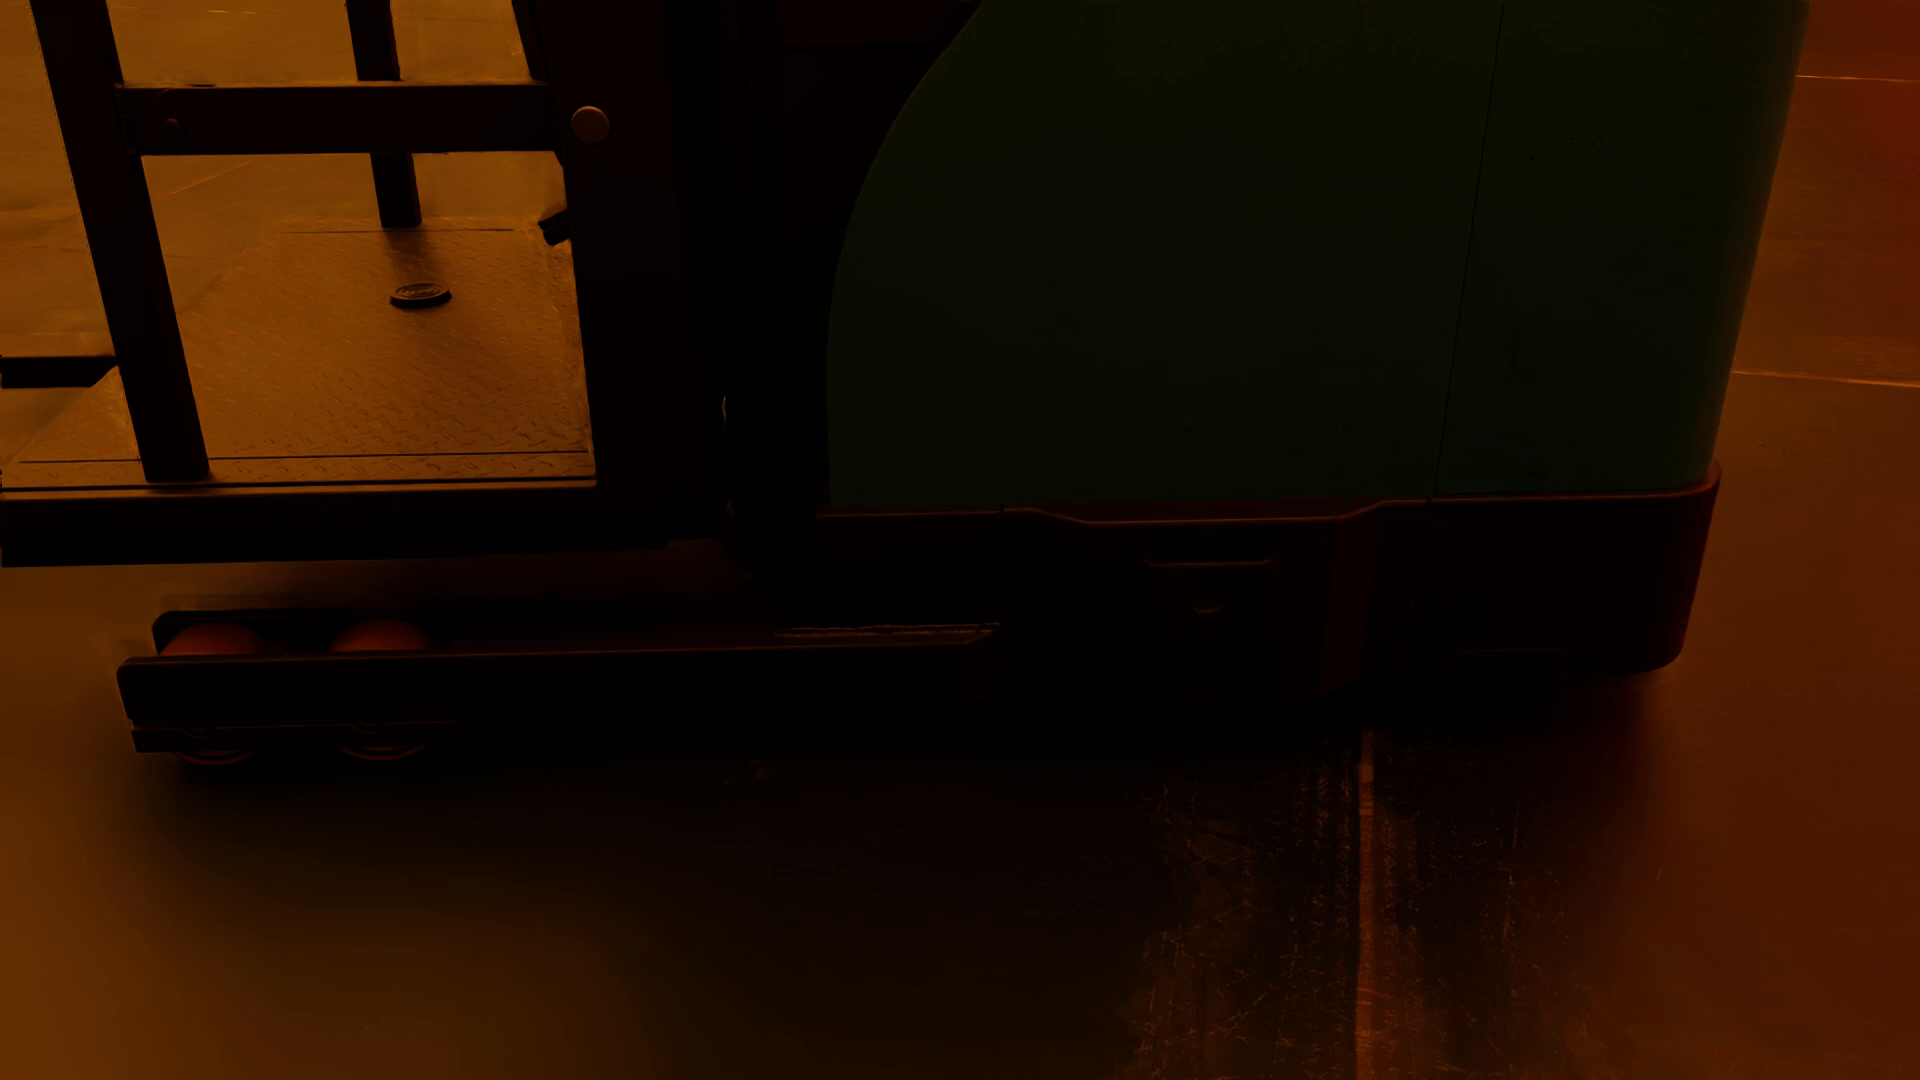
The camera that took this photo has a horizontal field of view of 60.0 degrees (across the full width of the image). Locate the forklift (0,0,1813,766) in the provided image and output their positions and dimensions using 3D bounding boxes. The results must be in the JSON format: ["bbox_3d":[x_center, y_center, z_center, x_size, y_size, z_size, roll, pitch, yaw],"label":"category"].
[{"bbox_3d":[-0.624,-1.286,1.795,3.031,2.935,1.130,-1,27,-3],"label":"forklift"}]
